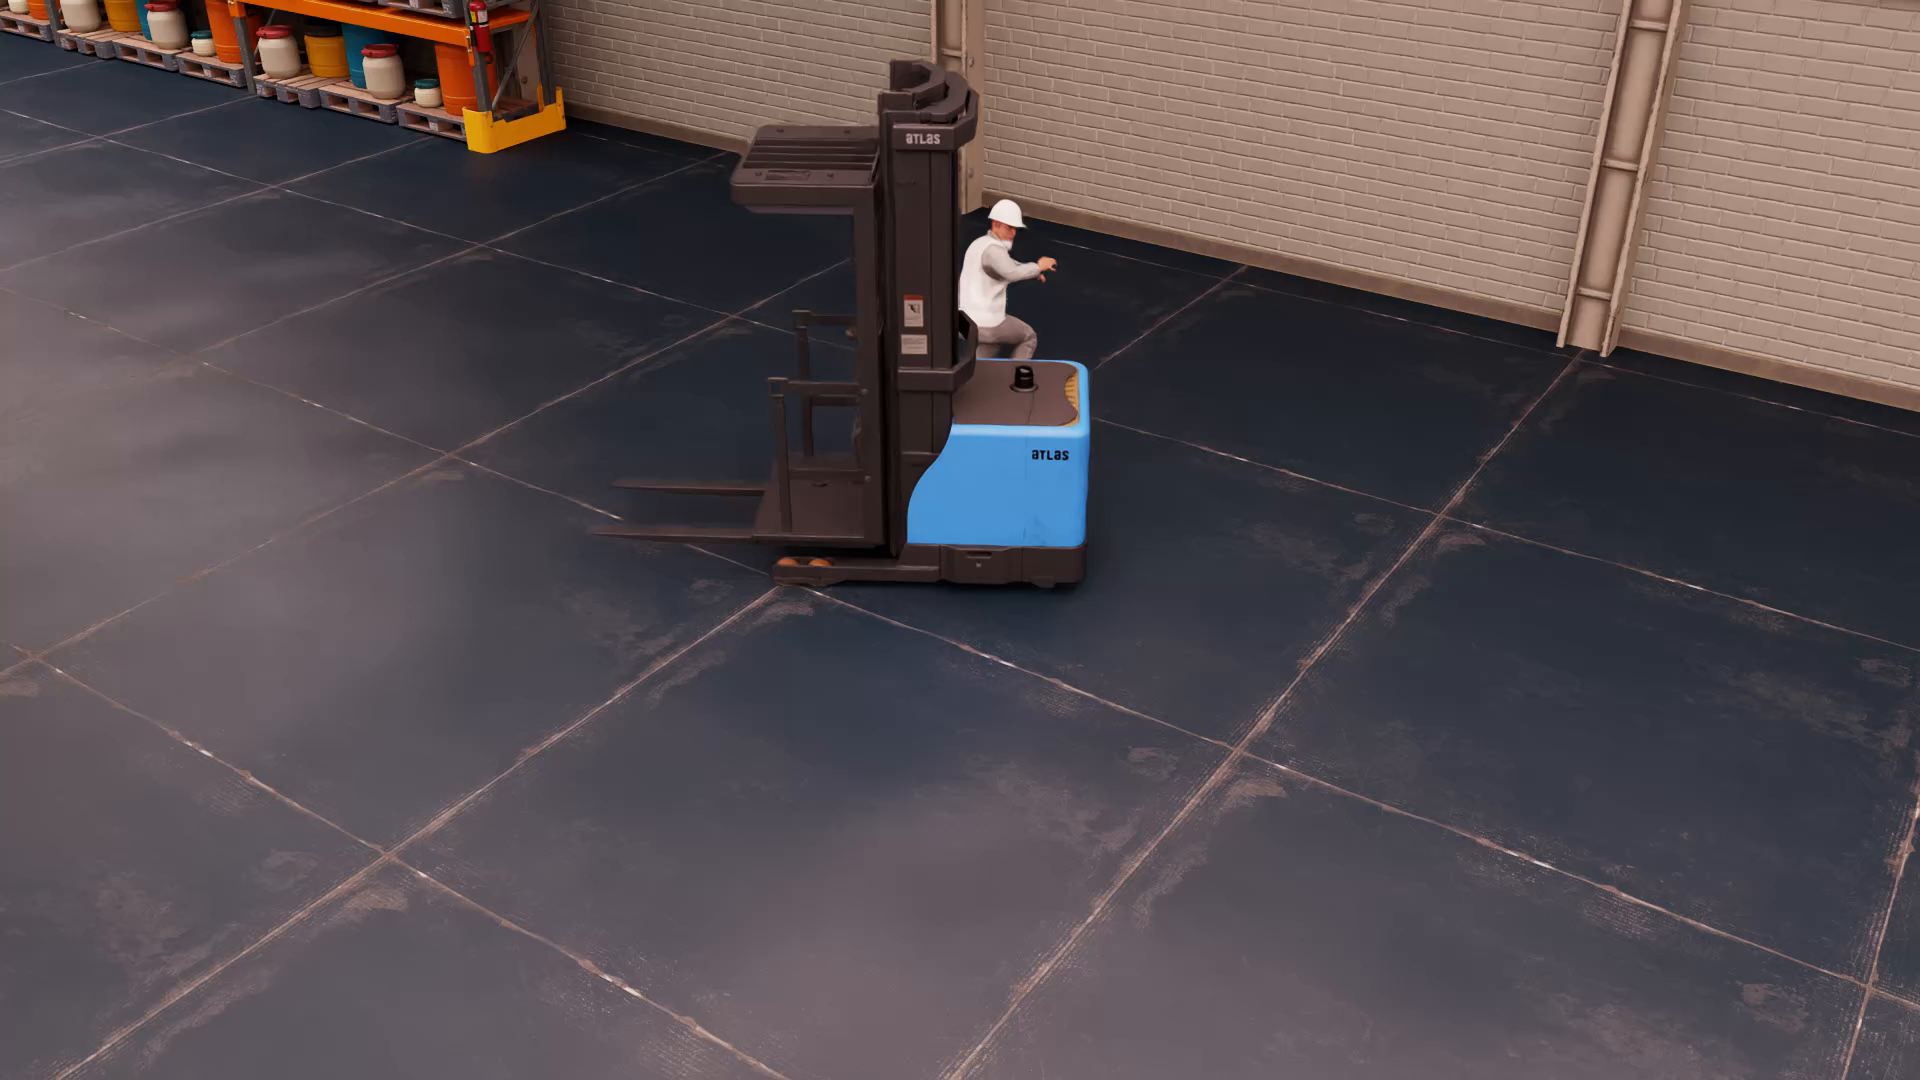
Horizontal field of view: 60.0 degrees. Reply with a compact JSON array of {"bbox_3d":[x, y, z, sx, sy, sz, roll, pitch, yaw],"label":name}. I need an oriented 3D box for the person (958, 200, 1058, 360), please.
[{"bbox_3d":[0.381,-1.705,11.961,0.957,1.497,0.767,-19,35,-29],"label":"person"}]

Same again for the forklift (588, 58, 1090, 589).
[{"bbox_3d":[-0.737,-1.248,9.730,3.031,2.935,1.130,1,30,3],"label":"forklift"}]
